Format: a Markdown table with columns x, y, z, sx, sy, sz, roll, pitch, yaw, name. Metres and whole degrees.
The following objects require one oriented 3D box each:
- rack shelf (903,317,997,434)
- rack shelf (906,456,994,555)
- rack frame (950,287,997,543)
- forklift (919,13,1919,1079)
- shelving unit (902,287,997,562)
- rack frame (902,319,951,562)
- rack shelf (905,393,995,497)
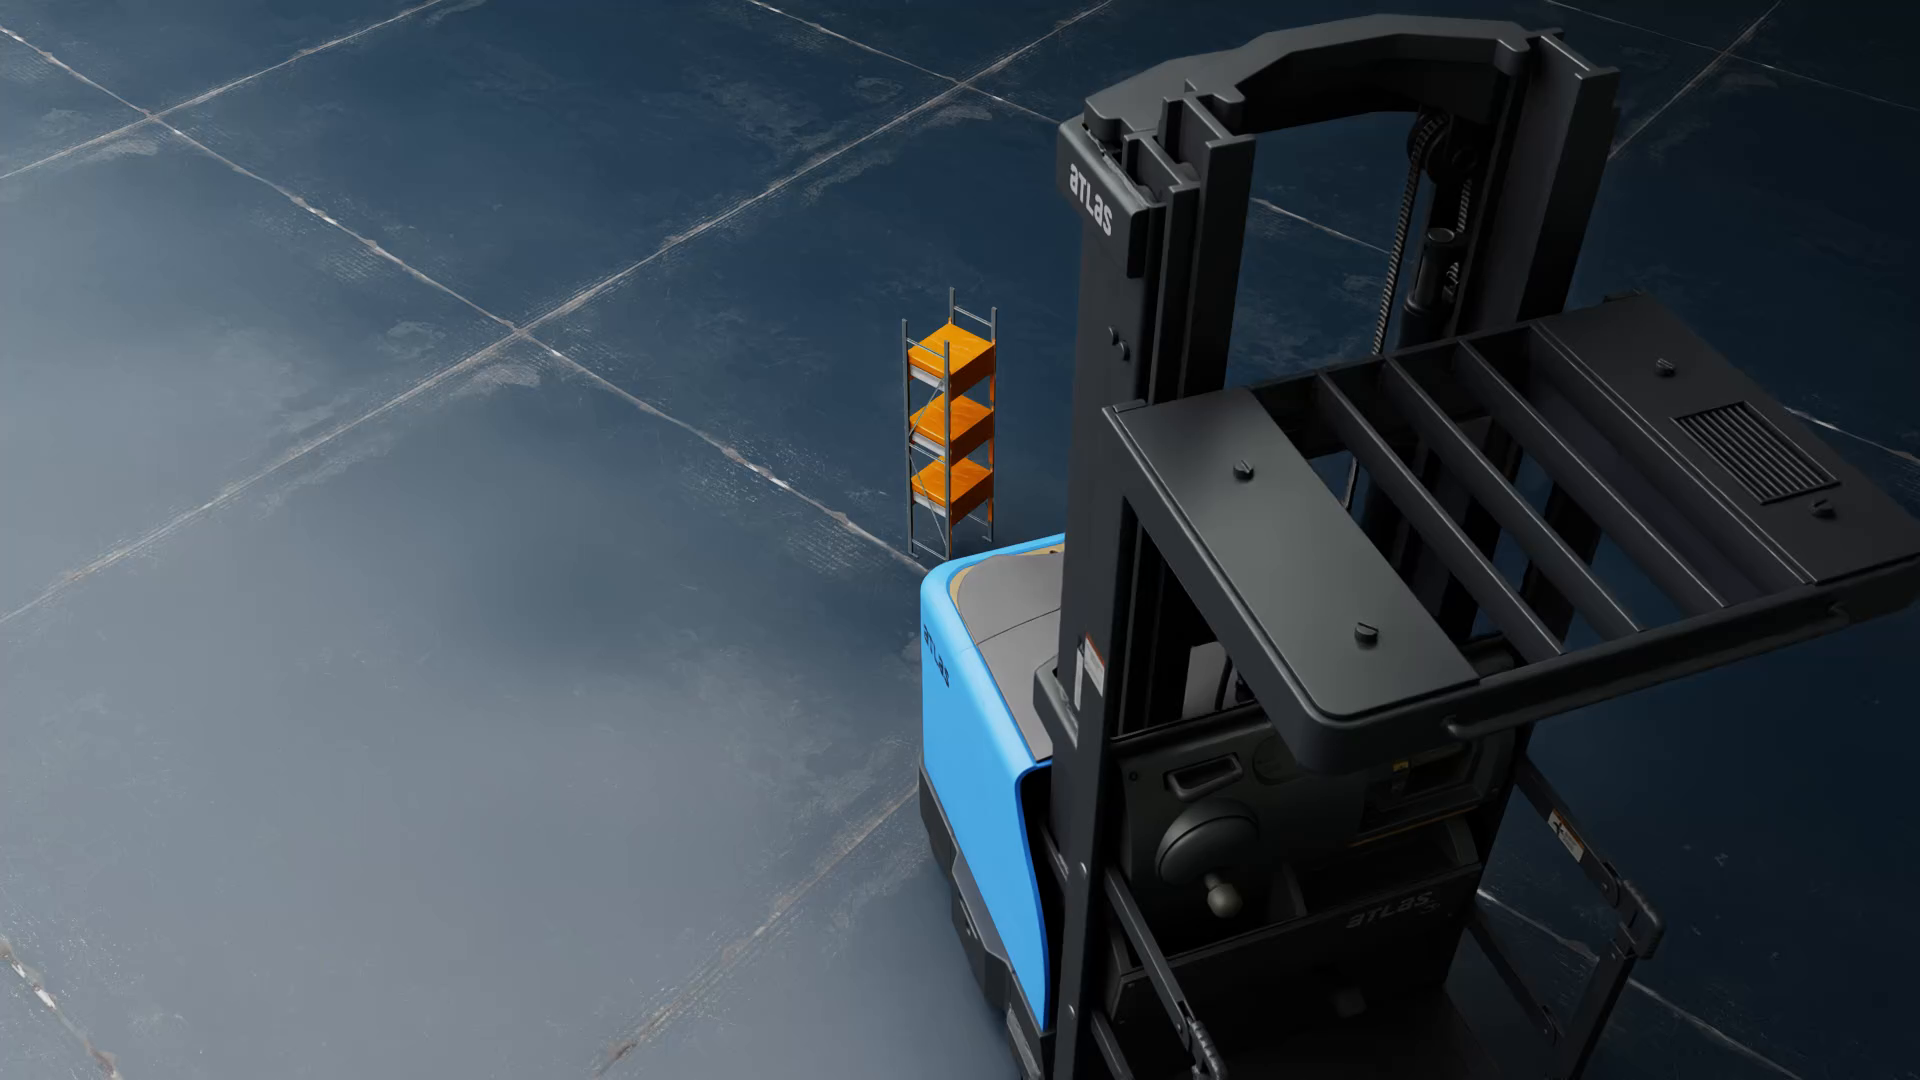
| x | y | z | sx | sy | sz | roll | pitch | yaw | name |
| --- | --- | --- | --- | --- | --- | --- | --- | --- | --- |
| -0.034 | -0.563 | 5.683 | 0.215 | 0.259 | 0.240 | 29 | 50 | 28 | rack shelf |
| -0.034 | -0.147 | 6.061 | 0.215 | 0.259 | 0.240 | 29 | 50 | 28 | rack shelf |
| 0.044 | -0.424 | 5.936 | 0.200 | 1.050 | 0.008 | 29 | 50 | 28 | rack frame |
| 0.850 | 0.608 | 3.403 | 1.130 | 2.935 | 3.031 | -14 | 44 | -14 | forklift |
| -0.034 | -0.361 | 5.867 | 0.215 | 1.050 | 0.252 | 29 | 50 | 28 | shelving unit |
| -0.113 | -0.298 | 5.797 | 0.200 | 1.050 | 0.008 | 29 | 50 | 28 | rack frame |
| -0.034 | -0.353 | 5.874 | 0.215 | 0.259 | 0.240 | 29 | 50 | 28 | rack shelf |
